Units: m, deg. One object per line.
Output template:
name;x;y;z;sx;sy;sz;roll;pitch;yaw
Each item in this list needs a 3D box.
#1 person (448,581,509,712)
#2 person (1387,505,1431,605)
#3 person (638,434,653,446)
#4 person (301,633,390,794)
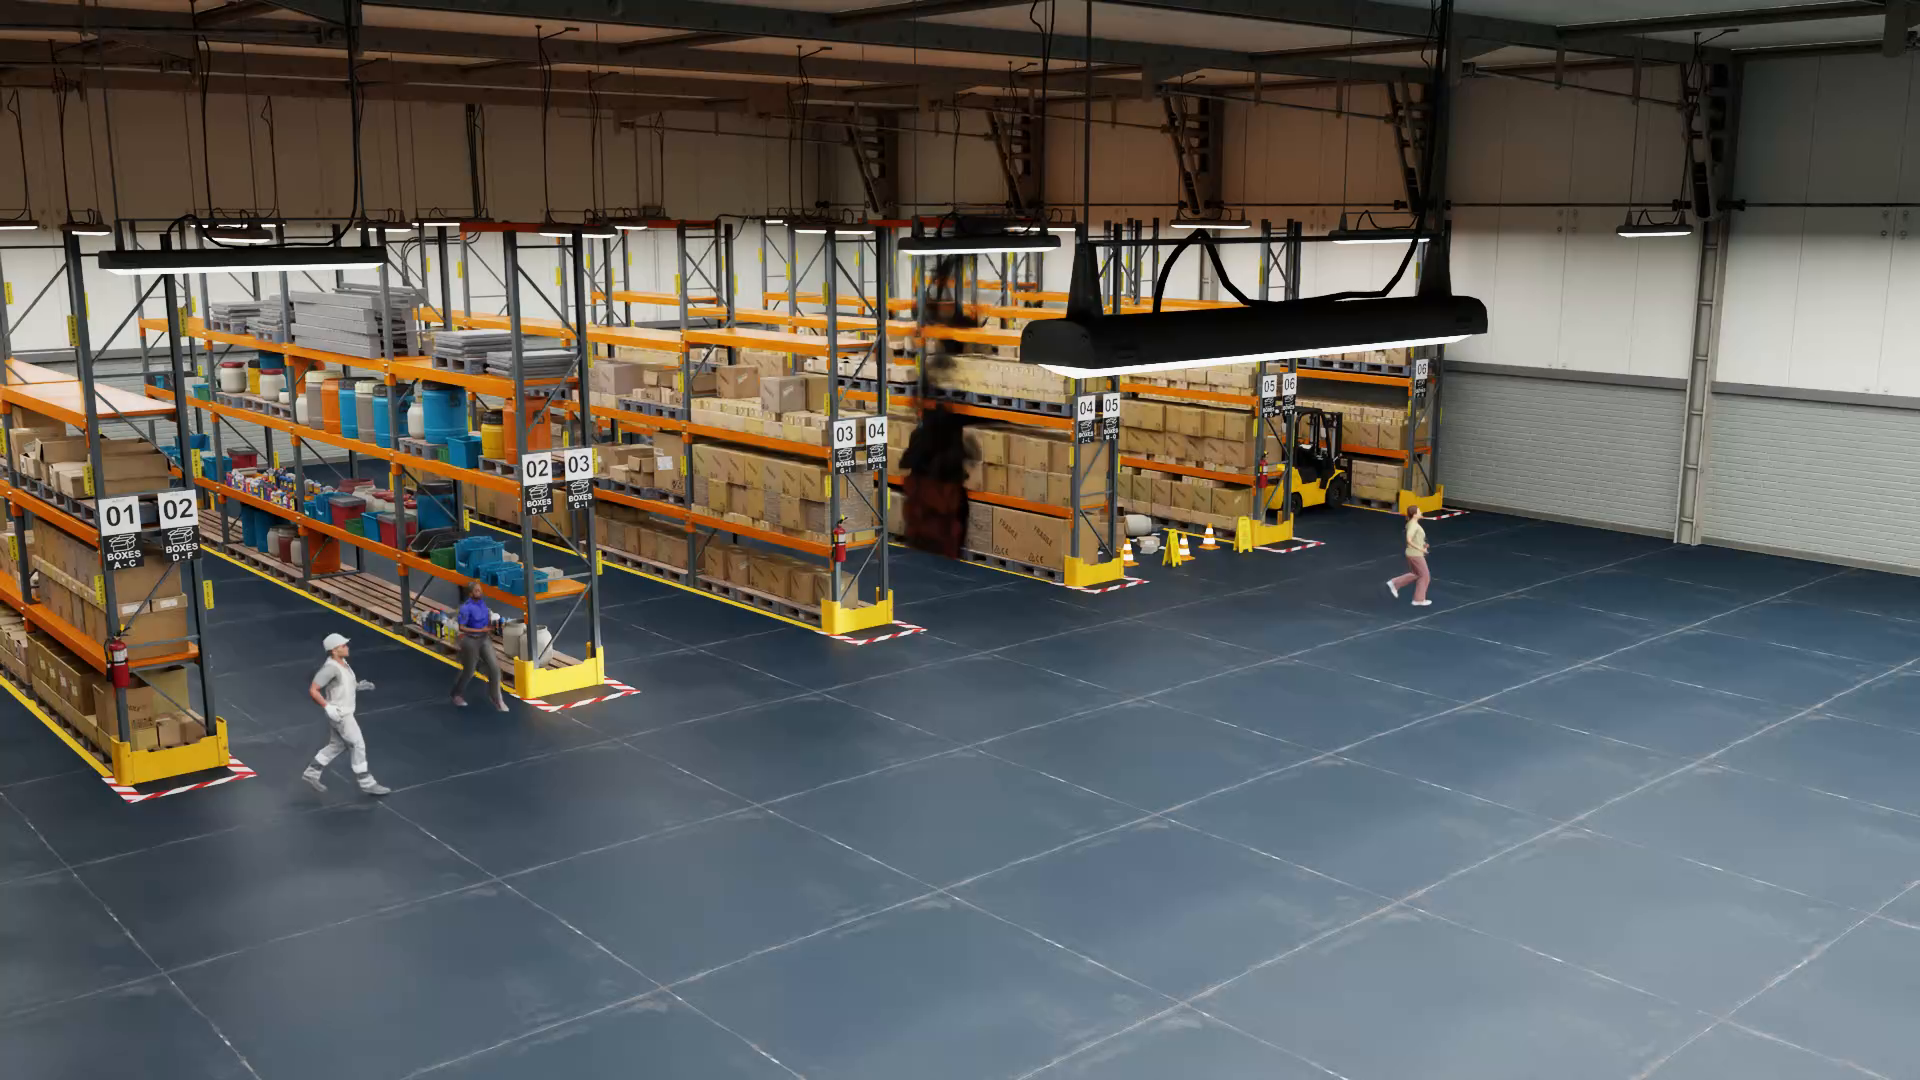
person;-6.145;1.351;21.035;0.776;1.723;0.611;5;13;25
person;7.215;0.239;26.562;0.702;1.624;0.584;1;11;6
person;-7.898;-2.906;42.107;0.575;1.665;0.612;11;16;43
person;-6.671;1.877;17.901;0.924;1.790;0.666;-3;12;-13
